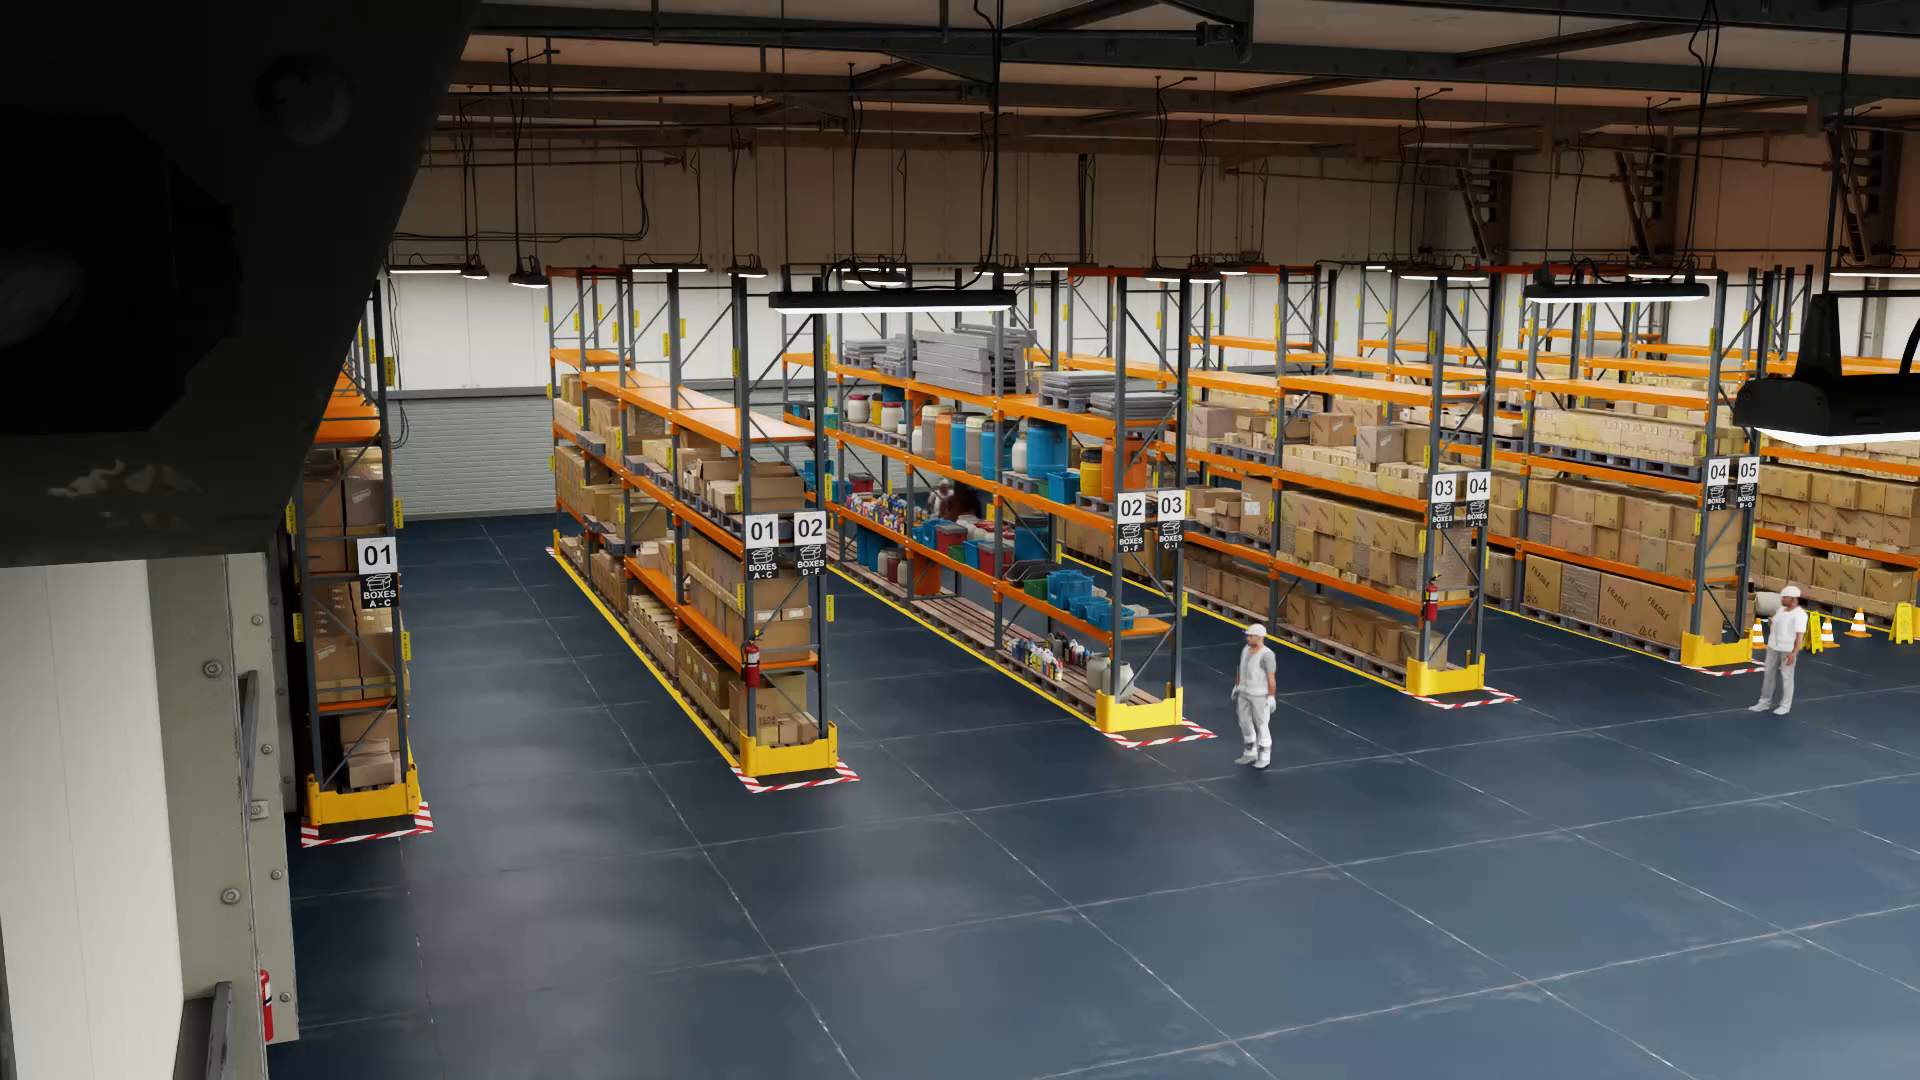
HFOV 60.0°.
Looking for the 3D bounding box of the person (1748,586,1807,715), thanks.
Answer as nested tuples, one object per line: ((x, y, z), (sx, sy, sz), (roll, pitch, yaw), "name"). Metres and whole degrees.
((11.313, 1.516, 22.858), (0.545, 1.776, 0.584), (-6, 12, -31), "person")

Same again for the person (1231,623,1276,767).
((3.632, 1.918, 20.504), (0.353, 1.820, 0.676), (-8, 13, -38), "person")

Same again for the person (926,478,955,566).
((-0.337, -0.379, 34.009), (0.624, 1.803, 0.876), (-4, 11, -22), "person")
